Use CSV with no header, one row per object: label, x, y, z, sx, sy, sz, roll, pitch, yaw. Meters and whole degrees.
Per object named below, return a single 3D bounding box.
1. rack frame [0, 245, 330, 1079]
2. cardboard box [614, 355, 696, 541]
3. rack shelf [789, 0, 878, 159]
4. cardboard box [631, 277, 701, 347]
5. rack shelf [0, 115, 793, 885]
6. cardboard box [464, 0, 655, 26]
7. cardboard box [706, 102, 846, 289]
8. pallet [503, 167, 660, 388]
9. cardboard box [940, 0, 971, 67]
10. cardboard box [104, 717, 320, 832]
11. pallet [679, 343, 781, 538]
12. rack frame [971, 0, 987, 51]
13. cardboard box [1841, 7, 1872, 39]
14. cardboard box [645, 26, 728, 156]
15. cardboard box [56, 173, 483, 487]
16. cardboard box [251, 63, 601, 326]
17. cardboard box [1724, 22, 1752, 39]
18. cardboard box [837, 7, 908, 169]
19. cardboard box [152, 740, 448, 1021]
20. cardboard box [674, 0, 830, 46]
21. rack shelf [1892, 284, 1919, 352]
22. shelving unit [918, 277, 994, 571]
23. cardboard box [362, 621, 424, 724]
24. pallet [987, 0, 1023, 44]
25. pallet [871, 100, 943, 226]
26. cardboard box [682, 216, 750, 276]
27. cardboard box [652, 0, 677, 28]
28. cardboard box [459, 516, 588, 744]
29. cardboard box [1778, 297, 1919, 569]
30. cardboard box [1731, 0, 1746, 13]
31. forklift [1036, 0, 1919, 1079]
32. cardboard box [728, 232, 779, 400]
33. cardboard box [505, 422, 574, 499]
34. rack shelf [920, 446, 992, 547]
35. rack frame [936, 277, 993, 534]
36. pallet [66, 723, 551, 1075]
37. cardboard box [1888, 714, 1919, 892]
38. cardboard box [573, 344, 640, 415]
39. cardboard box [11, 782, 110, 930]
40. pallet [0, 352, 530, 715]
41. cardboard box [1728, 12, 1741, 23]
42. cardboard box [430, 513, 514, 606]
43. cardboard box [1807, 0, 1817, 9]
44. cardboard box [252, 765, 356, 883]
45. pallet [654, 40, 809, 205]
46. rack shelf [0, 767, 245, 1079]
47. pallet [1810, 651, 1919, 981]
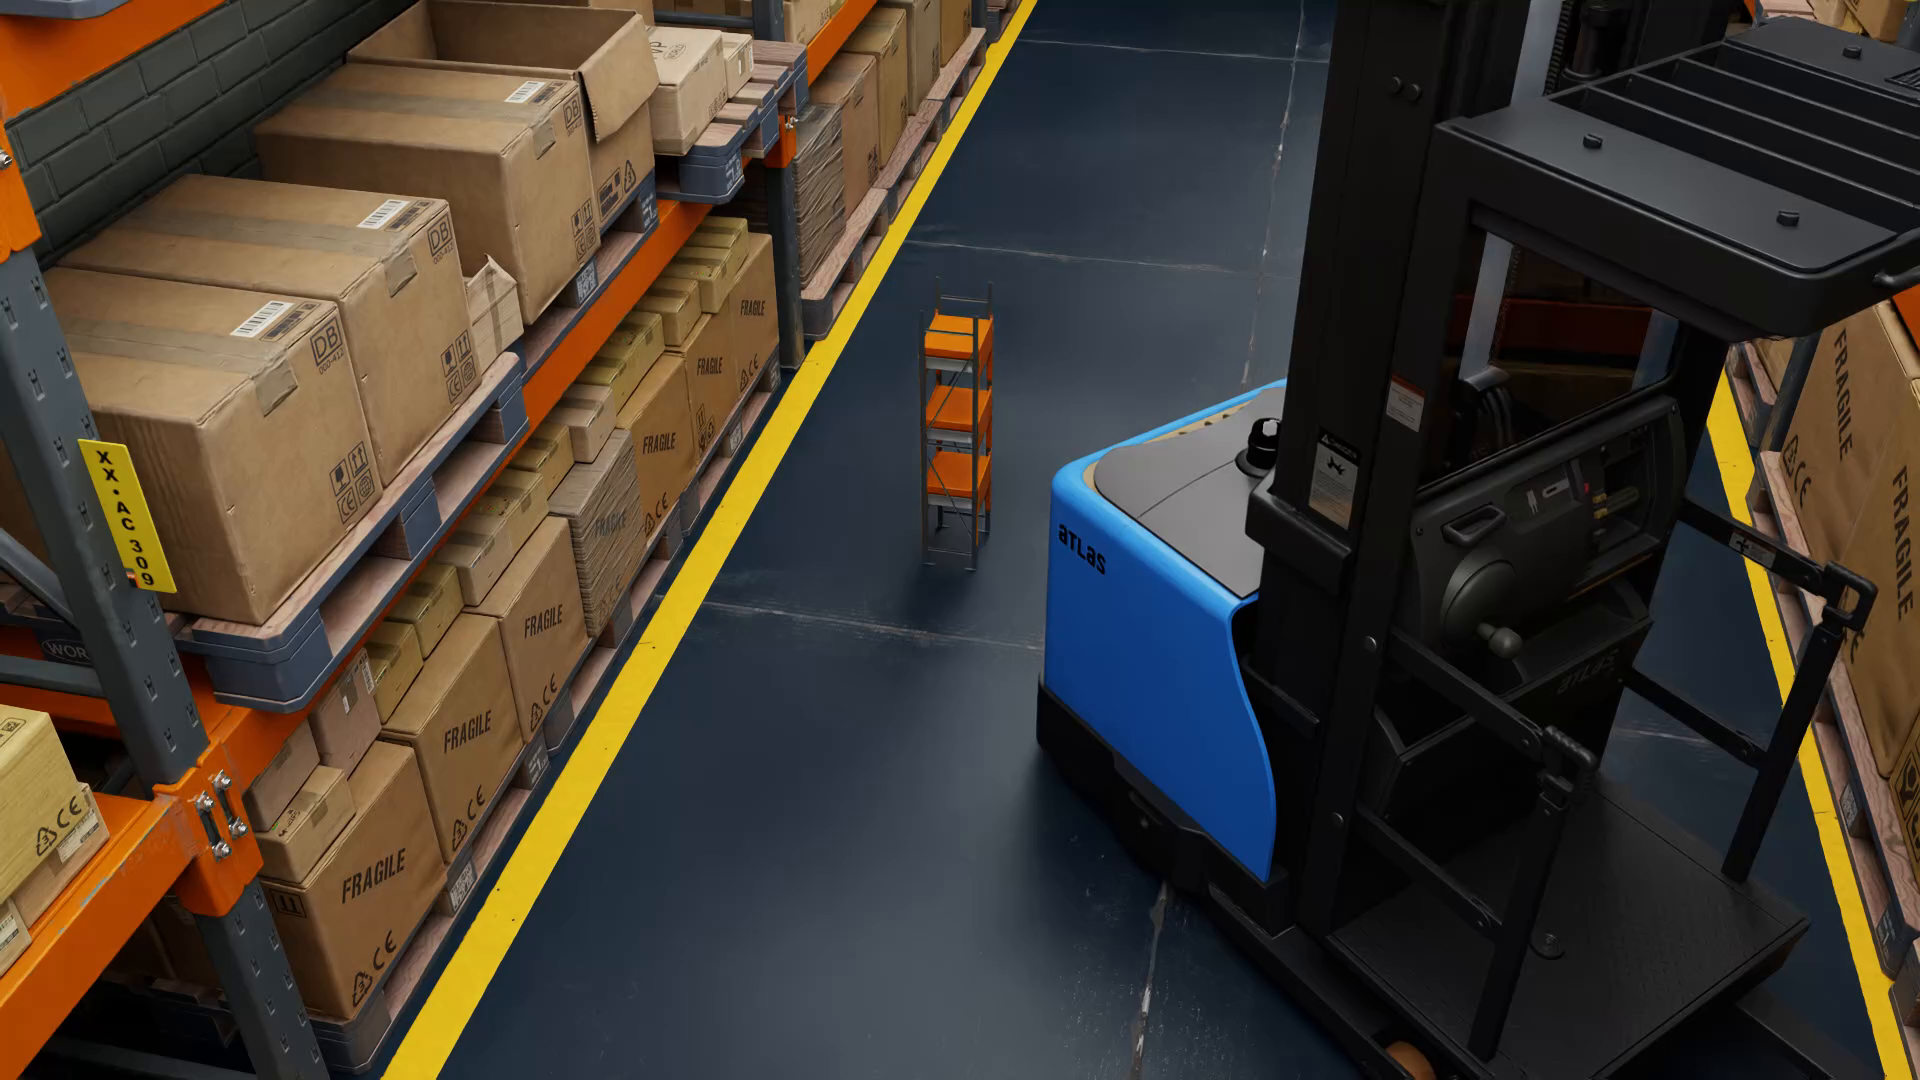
rack frame,-2.040,0.247,3.353,1.000,3.000,0.127,7,37,10
cardboard box,-1.292,-0.348,5.947,0.500,0.500,0.500,9,37,12
rack shelf,-0.758,-2.901,8.310,1.077,0.370,4.000,7,37,10
cardboard box,-1.171,-0.846,6.080,0.380,0.149,0.250,6,36,8
rack shelf,-1.613,-0.608,5.146,1.077,0.370,4.000,7,37,10
cardboard box,-1.448,-1.981,5.984,0.500,0.500,0.500,9,37,12
cardboard box,-1.039,-1.610,7.581,0.875,0.625,0.625,8,37,11
pallet,-1.596,-0.853,5.034,1.003,0.211,1.213,7,37,10
cardboard box,-0.432,-3.247,9.840,0.875,0.625,0.625,9,37,12
cardboard box,-1.763,0.527,3.933,0.380,0.149,0.250,7,36,9
pallet,-1.382,-0.493,6.751,1.003,0.211,1.213,7,37,10
rack frame,-0.331,-4.339,9.681,1.000,3.000,0.127,7,37,10
cardboard box,3.491,-1.874,6.136,0.380,0.149,0.250,8,37,11
cardboard box,-1.095,-1.510,5.547,0.500,0.250,0.500,6,36,8
cardboard box,-1.607,-0.509,3.954,0.700,0.500,0.500,8,37,10
cardboard box,-1.440,-0.959,4.574,0.700,0.500,0.500,7,37,10
cardboard box,4.409,-2.524,9.058,0.950,0.372,0.625,8,37,11
cardboard box,-0.764,-2.372,8.632,0.875,0.625,0.625,6,36,8
cardboard box,-1.717,0.840,4.307,0.500,0.500,0.500,9,37,12
cardboard box,-0.852,-2.209,6.869,0.500,0.250,0.500,7,37,10
rack shelf,3.237,0.012,4.290,1.077,0.370,4.000,7,37,10
shelving unit,-0.011,-0.394,5.900,0.215,1.050,0.252,7,37,10
cardboard box,-1.676,0.338,4.448,0.380,0.149,0.250,6,36,8
pallet,-0.120,-3.661,11.121,1.003,0.211,1.213,7,37,10
pallet,-0.709,-2.081,8.941,1.003,0.211,1.213,7,37,10
cardboard box,-1.044,-1.151,6.502,0.380,0.149,0.250,6,36,8
cardboard box,-1.339,-2.275,6.960,0.500,0.250,0.500,7,36,9
cardboard box,-1.502,0.248,5.123,0.500,0.500,0.500,6,36,9
cardboard box,3.436,-0.350,5.629,0.875,0.875,0.875,7,37,10
cardboard box,4.383,-3.452,9.803,0.500,0.500,0.500,7,36,9
forklift,1.492,0.032,3.708,1.130,2.935,3.031,-22,41,-27
cardboard box,-1.066,-0.934,6.755,0.500,0.500,0.500,8,37,11
cardboard box,-1.457,-0.260,5.272,0.380,0.149,0.250,7,37,10
rack shelf,-0.011,-0.161,6.069,0.215,0.259,0.240,7,37,10
rack frame,0.015,-0.464,5.996,0.200,1.050,0.008,7,37,10
pallet,-1.903,0.906,4.821,1.003,0.211,1.213,7,37,10
cardboard box,3.050,0.673,4.217,0.875,0.875,0.875,8,37,11
cardboard box,-1.324,-0.557,5.682,0.380,0.149,0.250,7,36,9
cardboard box,-1.861,0.564,3.130,0.380,0.149,0.250,8,37,11
pallet,-1.763,-0.119,4.022,1.003,0.211,1.213,7,37,10
cardboard box,4.382,-3.148,10.023,0.500,0.250,0.500,9,37,12
cardboard box,-1.541,0.040,4.858,0.380,0.149,0.250,7,37,10
cardboard box,3.563,-2.168,6.541,0.380,0.149,0.250,6,36,8
cardboard box,-1.703,0.655,4.010,0.380,0.149,0.250,9,37,12
pallet,-1.262,-1.571,6.025,1.213,0.211,1.003,7,37,10
rack shelf,-2.467,1.685,1.982,1.077,0.370,4.000,7,37,10
pallet,3.160,0.843,4.907,1.003,0.211,1.213,7,37,10
